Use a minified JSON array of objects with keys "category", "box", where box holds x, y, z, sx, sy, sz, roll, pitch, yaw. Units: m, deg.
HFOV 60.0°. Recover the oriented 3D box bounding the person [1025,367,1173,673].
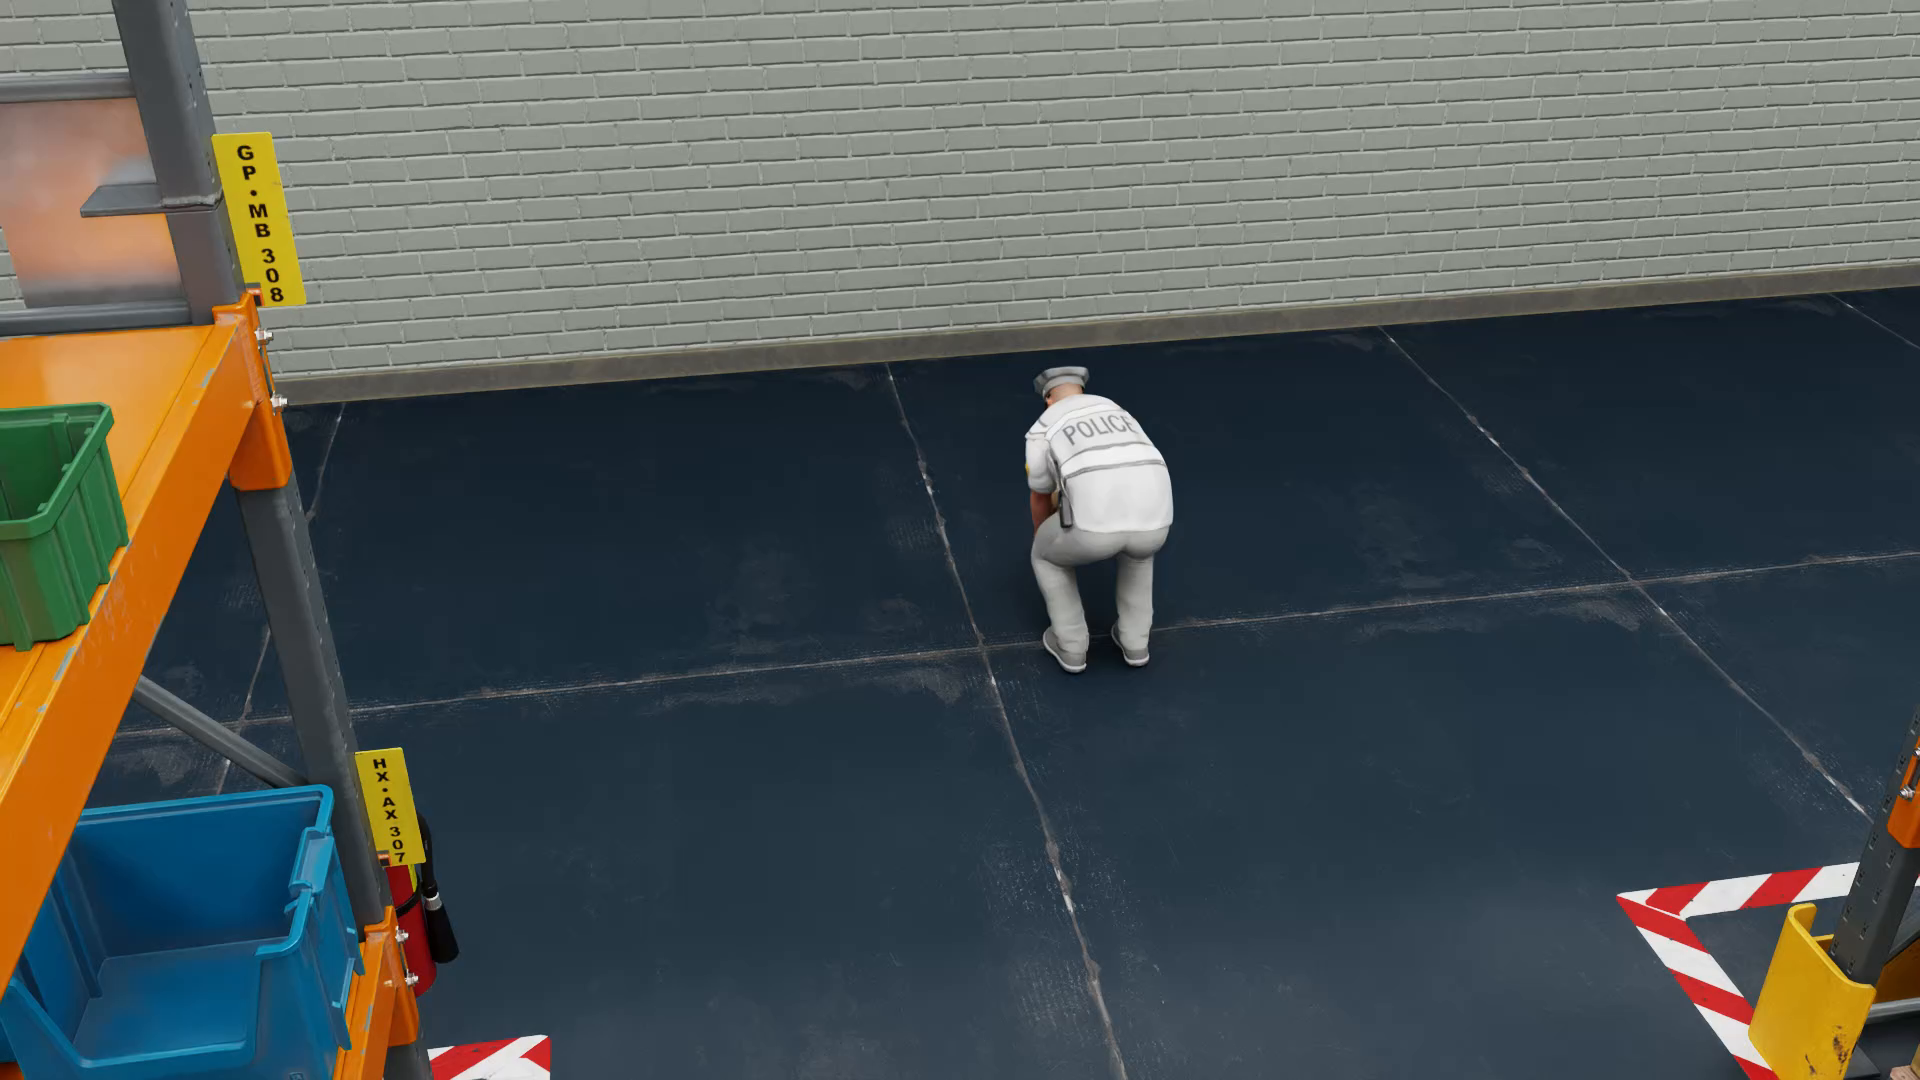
[{"category":"person","box":[0.541,-0.088,6.942,0.536,1.076,1.034,-7,31,-11]}]
